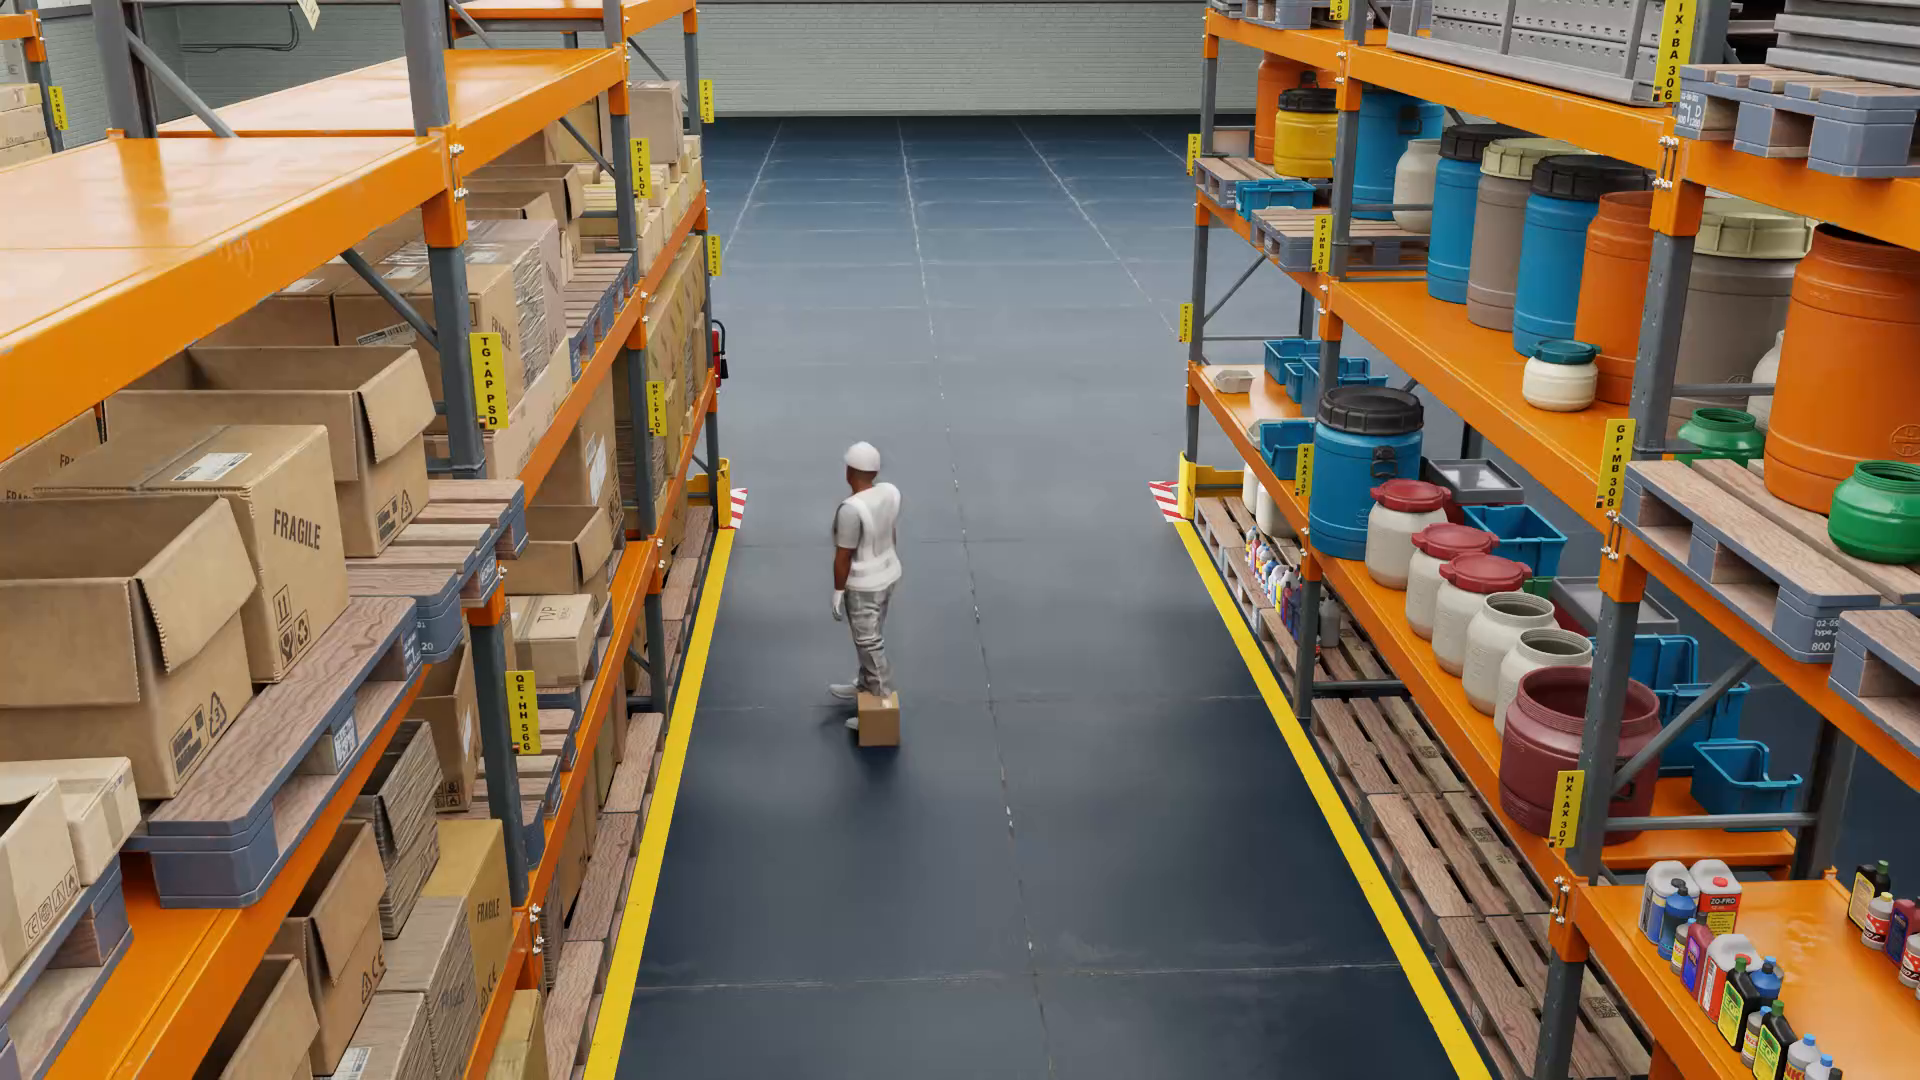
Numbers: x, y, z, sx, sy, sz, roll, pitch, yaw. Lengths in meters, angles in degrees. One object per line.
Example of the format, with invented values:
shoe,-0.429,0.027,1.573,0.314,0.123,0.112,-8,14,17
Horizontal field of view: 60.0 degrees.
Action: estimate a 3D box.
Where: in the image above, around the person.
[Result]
person,-0.617,0.247,10.298,0.574,1.783,0.646,9,22,23
